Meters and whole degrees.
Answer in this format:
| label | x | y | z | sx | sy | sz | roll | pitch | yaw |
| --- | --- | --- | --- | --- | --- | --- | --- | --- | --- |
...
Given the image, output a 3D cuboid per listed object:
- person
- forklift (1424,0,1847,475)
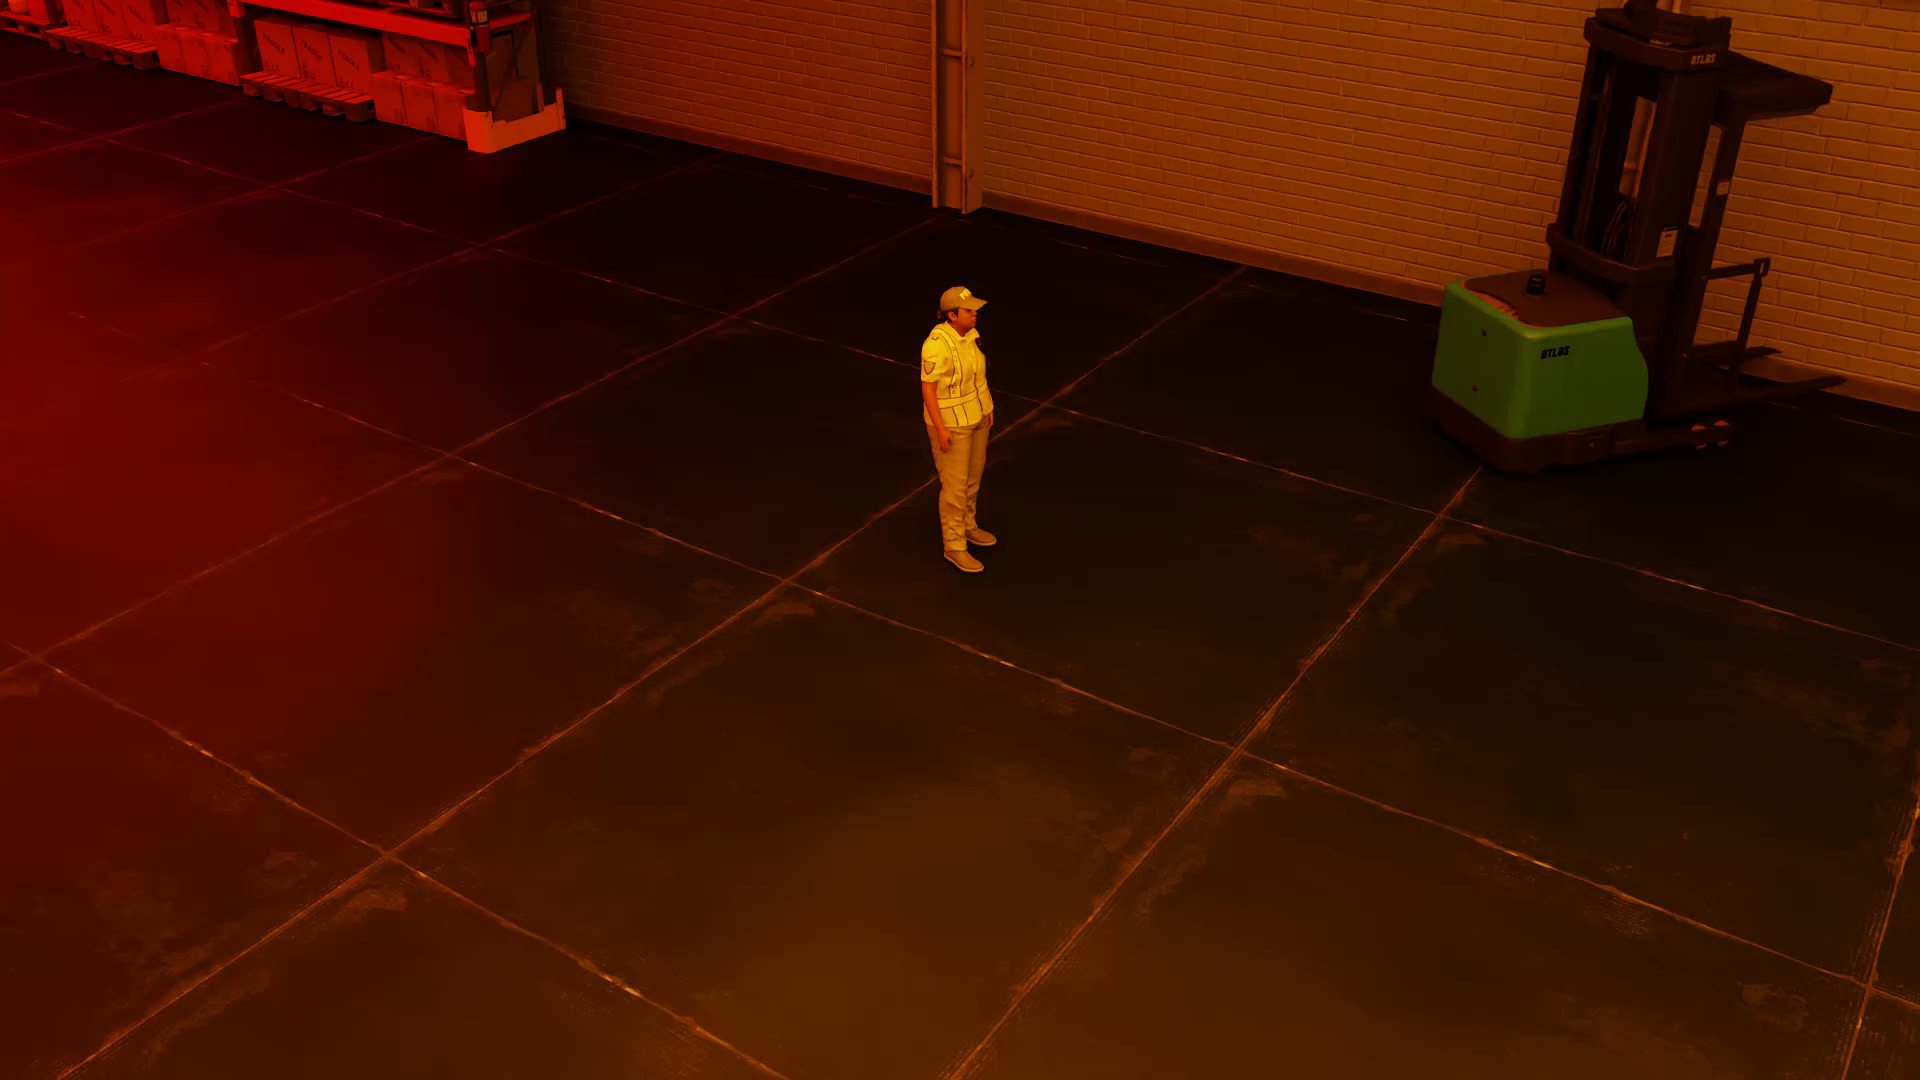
| label | x | y | z | sx | sy | sz | roll | pitch | yaw |
| --- | --- | --- | --- | --- | --- | --- | --- | --- | --- |
| person | 0.052 | -0.695 | 10.024 | 0.527 | 1.670 | 0.598 | 19 | 35 | 29 |
| forklift | 4.897 | -2.142 | 11.270 | 3.031 | 2.935 | 1.130 | -10 | 32 | -17 |
